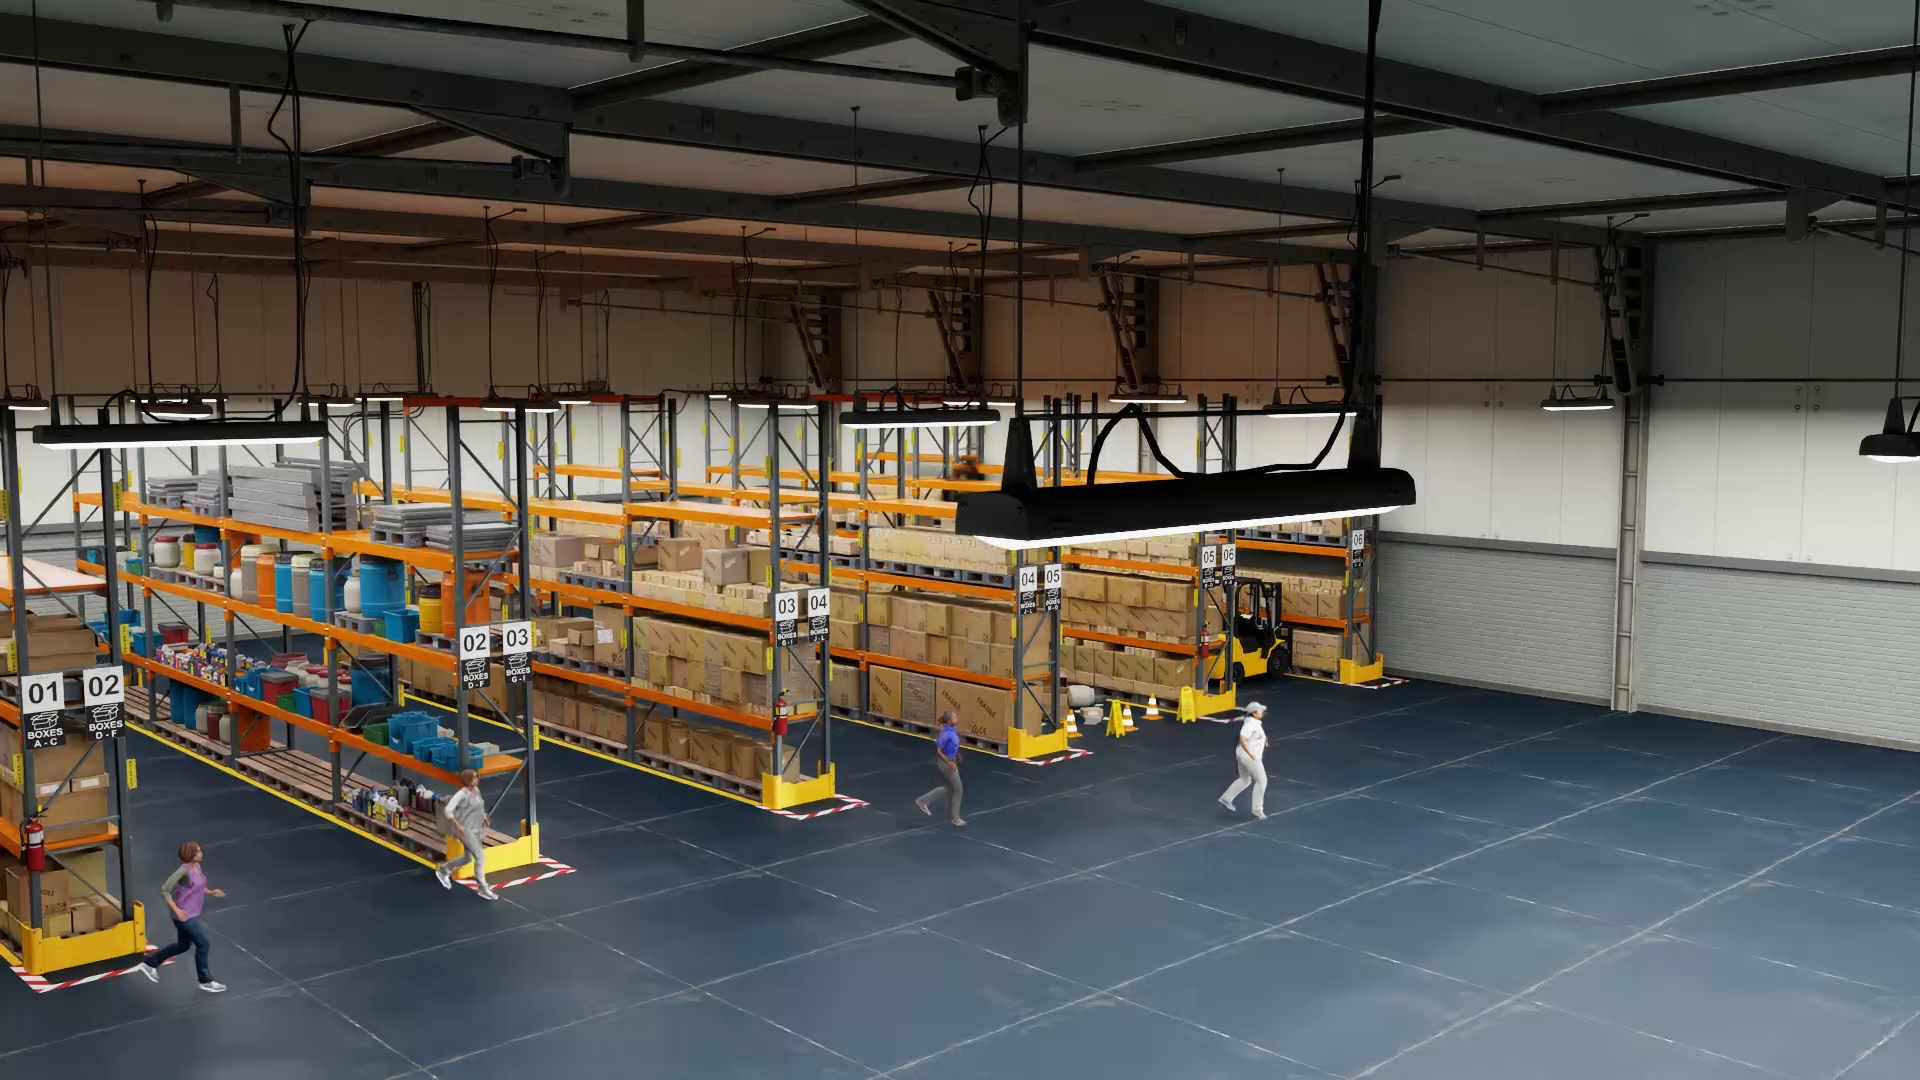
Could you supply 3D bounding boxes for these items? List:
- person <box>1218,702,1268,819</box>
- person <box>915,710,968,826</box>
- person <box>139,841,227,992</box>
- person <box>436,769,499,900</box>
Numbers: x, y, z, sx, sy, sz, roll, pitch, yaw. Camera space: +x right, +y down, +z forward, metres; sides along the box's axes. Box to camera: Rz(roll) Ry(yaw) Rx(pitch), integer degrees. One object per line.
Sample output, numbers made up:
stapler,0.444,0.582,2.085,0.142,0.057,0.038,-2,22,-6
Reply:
person,4.116,3.198,24.093,0.721,1.736,0.612,0,6,1
person,-0.266,3.238,23.665,0.755,1.672,0.581,0,6,2
person,-8.045,3.890,17.144,0.862,1.590,0.515,-1,6,-10
person,-6.043,3.588,20.328,0.841,1.583,0.559,1,6,8
